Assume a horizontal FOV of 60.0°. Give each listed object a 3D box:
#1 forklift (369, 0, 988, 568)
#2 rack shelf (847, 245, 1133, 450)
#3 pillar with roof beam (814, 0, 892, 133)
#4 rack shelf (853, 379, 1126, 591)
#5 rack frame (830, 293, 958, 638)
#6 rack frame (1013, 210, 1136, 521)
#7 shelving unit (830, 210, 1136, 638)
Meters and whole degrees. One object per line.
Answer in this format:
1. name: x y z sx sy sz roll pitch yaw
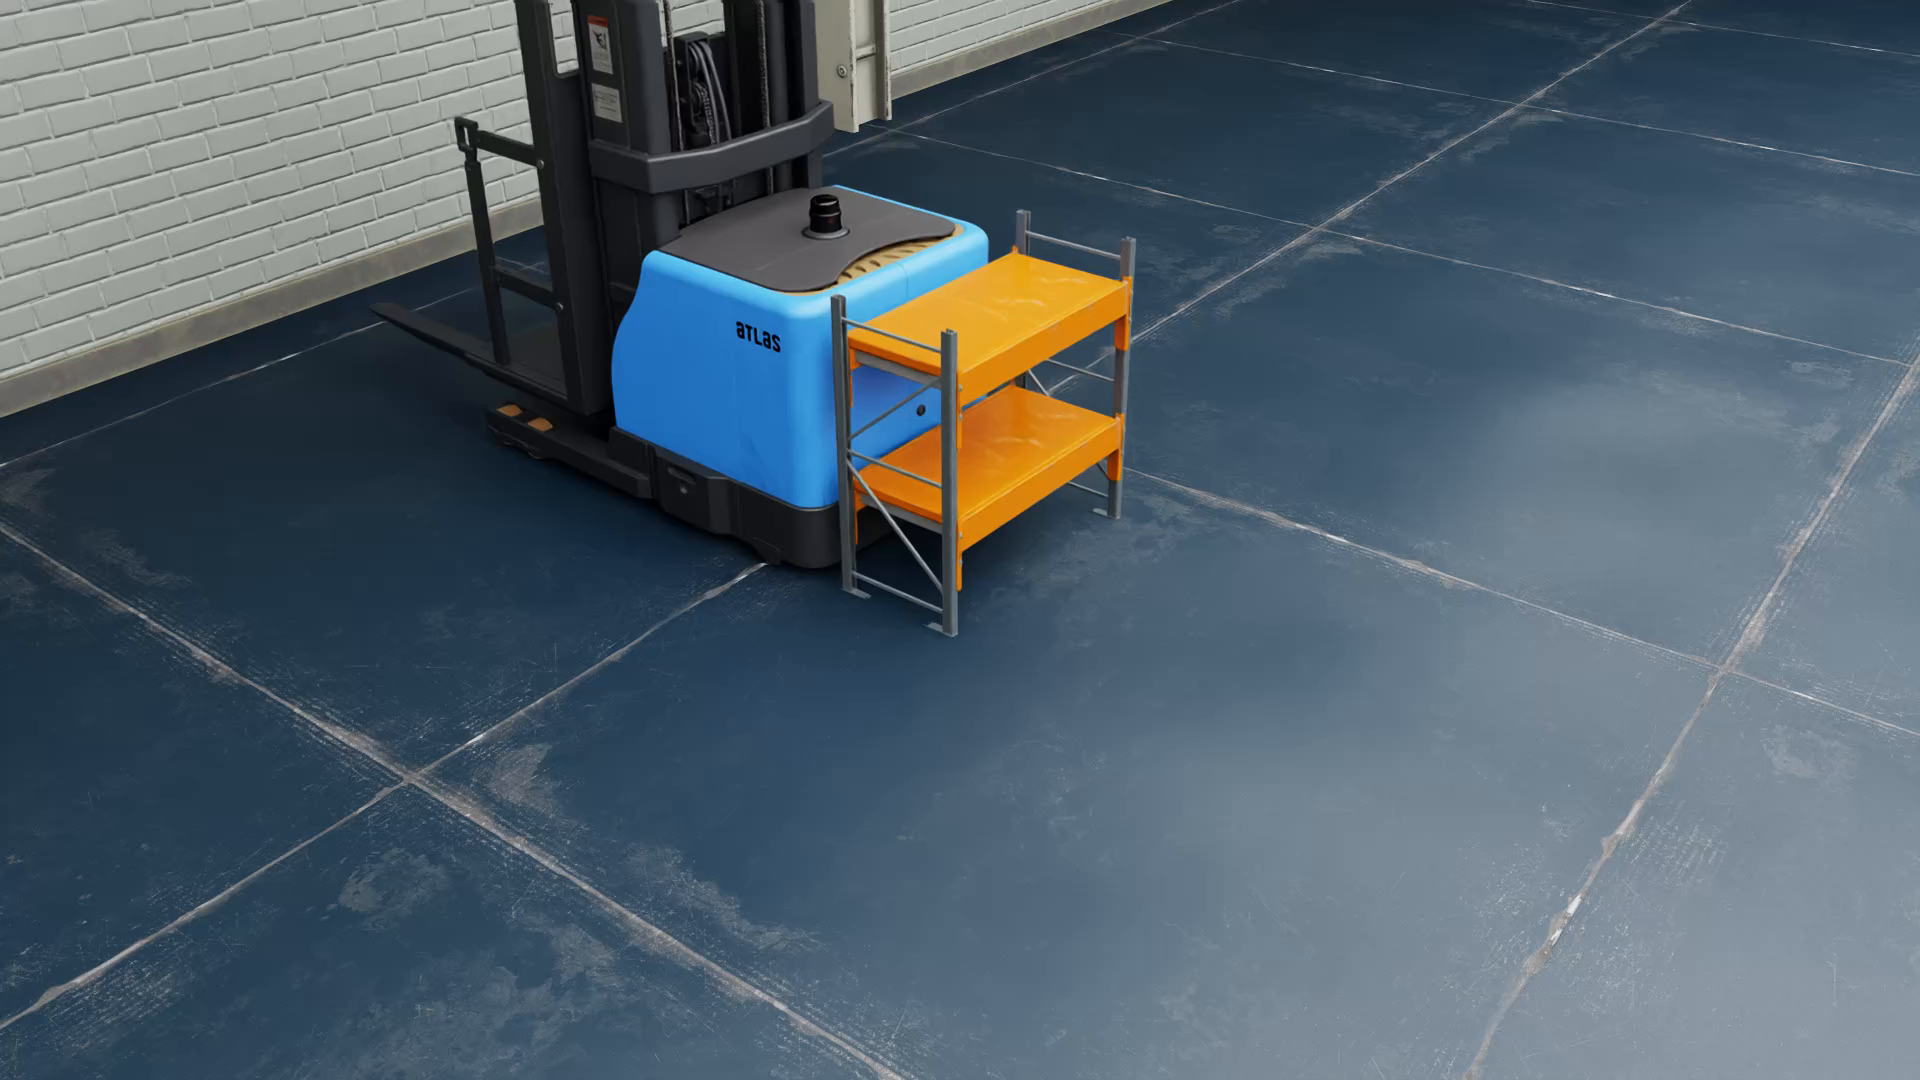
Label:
1. forklift: -1.335 -1.775 6.370 3.031 2.935 1.130 23 38 34
2. rack shelf: 0.098 -0.689 5.735 0.538 0.278 1.000 22 37 32
3. pillar with roof beam: 2.747 -5.281 6.334 9.100 9.000 0.400 21 37 31
4. rack shelf: 0.098 -0.227 6.009 0.538 0.278 1.000 22 37 32
5. rack frame: -0.214 -0.233 5.539 0.500 1.125 0.032 22 37 32
6. rack frame: 0.410 -0.642 6.229 0.500 1.125 0.032 22 37 32
7. shelving unit: 0.098 -0.437 5.884 0.538 1.125 1.048 22 37 32
